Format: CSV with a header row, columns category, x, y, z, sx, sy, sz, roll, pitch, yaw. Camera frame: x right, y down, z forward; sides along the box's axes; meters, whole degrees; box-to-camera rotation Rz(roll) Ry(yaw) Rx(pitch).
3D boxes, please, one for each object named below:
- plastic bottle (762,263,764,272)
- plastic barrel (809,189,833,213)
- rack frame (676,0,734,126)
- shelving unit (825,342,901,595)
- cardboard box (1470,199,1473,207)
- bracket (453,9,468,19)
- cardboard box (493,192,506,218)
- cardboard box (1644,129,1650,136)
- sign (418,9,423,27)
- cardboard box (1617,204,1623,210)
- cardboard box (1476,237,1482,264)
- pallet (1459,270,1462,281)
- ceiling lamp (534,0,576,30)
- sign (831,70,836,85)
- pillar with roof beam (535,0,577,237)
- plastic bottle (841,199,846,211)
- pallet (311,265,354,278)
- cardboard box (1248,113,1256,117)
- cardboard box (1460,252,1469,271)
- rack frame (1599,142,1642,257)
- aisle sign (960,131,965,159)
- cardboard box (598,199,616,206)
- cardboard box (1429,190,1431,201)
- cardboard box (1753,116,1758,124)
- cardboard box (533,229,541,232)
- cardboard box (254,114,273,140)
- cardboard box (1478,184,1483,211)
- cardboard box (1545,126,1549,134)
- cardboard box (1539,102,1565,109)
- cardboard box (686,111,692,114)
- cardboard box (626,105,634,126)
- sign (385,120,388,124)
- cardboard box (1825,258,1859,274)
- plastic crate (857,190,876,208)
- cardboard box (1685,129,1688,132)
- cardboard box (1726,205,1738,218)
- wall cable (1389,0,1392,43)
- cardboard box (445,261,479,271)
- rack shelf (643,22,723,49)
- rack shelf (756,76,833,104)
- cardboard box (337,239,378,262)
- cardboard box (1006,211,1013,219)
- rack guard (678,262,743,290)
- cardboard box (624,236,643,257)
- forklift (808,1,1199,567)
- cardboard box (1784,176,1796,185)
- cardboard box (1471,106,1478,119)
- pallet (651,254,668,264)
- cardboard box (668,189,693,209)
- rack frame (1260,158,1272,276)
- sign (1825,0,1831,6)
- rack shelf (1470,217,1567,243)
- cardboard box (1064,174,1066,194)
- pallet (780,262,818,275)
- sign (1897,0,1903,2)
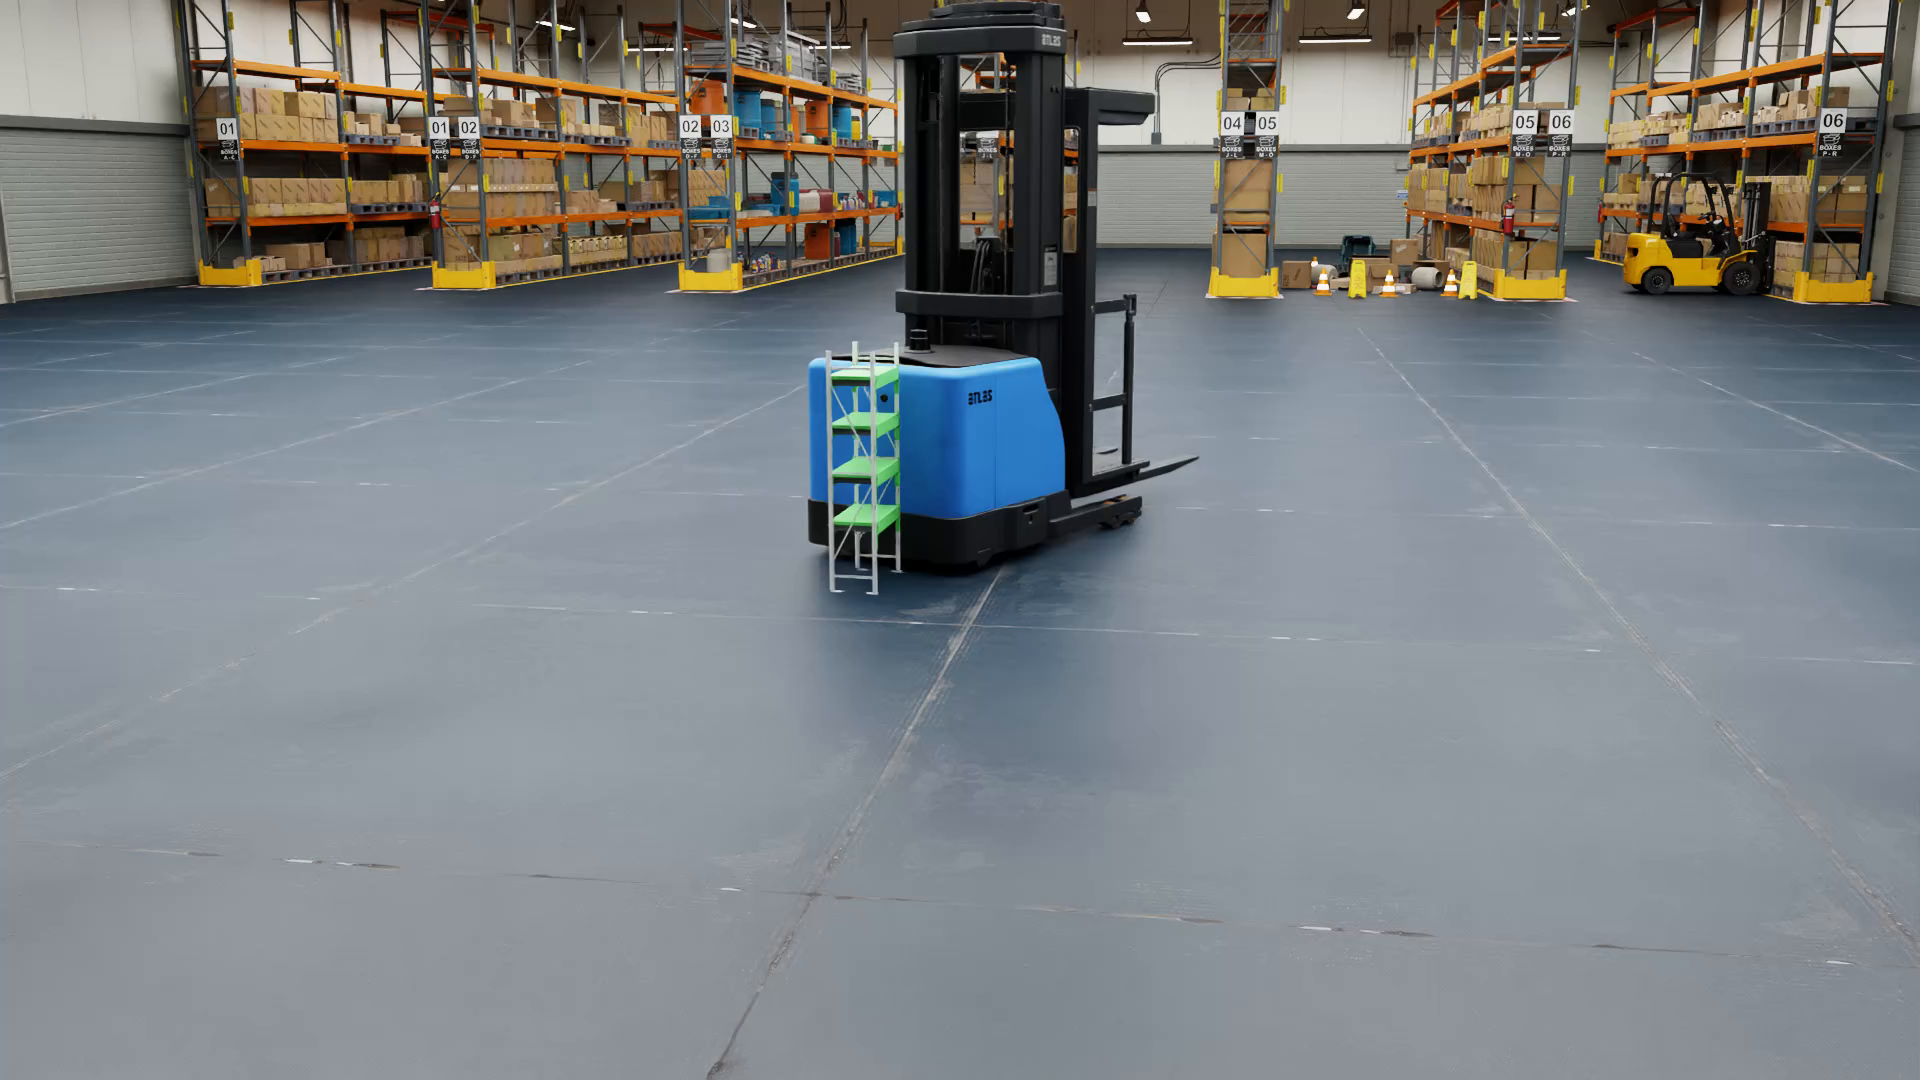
category,x,y,z,sx,sy,sz,roll,pitch,yaw
plastic bottle,-4.015,-5.523,33.600,0.097,0.201,0.097,0,12,0
plastic barrel,-3.226,-7.821,38.343,0.600,0.536,0.708,2,12,9
rack frame,-4.685,-9.129,30.492,1.000,3.000,0.127,2,12,9
shelving unit,-0.480,-0.372,8.371,0.258,1.200,0.503,2,12,11
cardboard box,10.423,-6.746,33.273,0.380,0.149,0.250,2,12,9
bracket,-13.088,-13.783,43.545,0.235,0.232,0.430,2,12,9
cardboard box,-9.418,-6.612,32.818,0.700,0.500,0.500,2,12,10
cardboard box,16.239,-9.548,38.920,0.380,0.149,0.250,2,12,9
sign,-10.112,-9.806,31.228,0.100,0.325,0.005,2,12,9
cardboard box,16.778,-8.381,41.857,0.380,0.149,0.250,2,12,10
cardboard box,10.188,-5.549,31.871,0.500,0.500,0.500,2,12,11
pallet,10.735,-5.346,33.799,1.003,0.211,1.213,2,12,9
ceiling lamp,-9.984,-14.536,41.729,0.800,3.185,2.000,2,12,9
sign,-2.910,-10.620,38.177,0.100,0.325,0.005,2,12,9
pillar with roof beam,-8.199,-13.231,49.527,9.100,9.000,0.548,2,12,9
plastic bottle,-2.855,-8.169,40.573,0.152,0.276,0.135,2,12,9
pallet,-13.927,-5.846,36.117,1.003,0.211,1.213,2,12,9
cardboard box,5.731,-8.159,31.528,0.500,0.250,0.500,2,12,8
cardboard box,10.802,-5.727,34.187,0.950,0.372,0.625,3,12,12
rack frame,17.367,-8.885,43.601,1.000,3.000,0.127,2,12,9
aisle sign,-0.097,-7.303,30.090,0.394,0.787,0.004,2,12,9
cardboard box,-8.447,-7.905,39.264,0.500,0.311,0.500,3,12,12
cardboard box,11.448,-8.192,39.553,0.500,0.250,0.500,2,12,10
cardboard box,15.153,-7.901,31.278,0.380,0.149,0.250,2,12,10
cardboard box,-12.176,-8.473,46.627,0.700,0.500,0.500,1,12,7
cardboard box,-14.058,-8.214,33.083,0.500,0.500,0.500,3,12,12
cardboard box,10.219,-6.554,31.839,0.500,0.500,0.500,2,12,8
cardboard box,10.373,-7.116,28.871,0.380,0.149,0.250,2,12,9
cardboard box,10.258,-7.515,28.828,0.380,0.149,0.250,2,12,8
cardboard box,-7.479,-11.061,43.968,0.700,0.500,0.500,2,12,9
cardboard box,-8.196,-10.223,40.081,0.500,0.500,0.500,2,12,9
sign,-13.791,-9.960,40.053,0.100,0.325,0.005,2,12,9
cardboard box,15.184,-4.751,28.762,0.500,0.250,0.500,2,12,10
plastic crate,-2.454,-8.932,43.526,0.402,0.464,0.583,2,12,9
cardboard box,16.013,-8.943,36.158,0.380,0.149,0.250,2,12,7
cardboard box,15.341,-6.427,32.552,0.500,0.250,0.500,2,12,10
wall cable,11.529,-16.153,48.847,2.355,3.000,0.029,2,12,9
cardboard box,-9.788,-5.340,32.680,0.500,0.250,0.500,2,12,9
rack shelf,-7.425,-13.477,44.489,1.077,0.370,4.000,2,12,9
rack shelf,-3.762,-9.830,36.405,1.077,0.370,4.000,2,12,9
cardboard box,-13.732,-6.606,37.914,0.700,0.500,0.500,2,12,8
cardboard box,0.815,-6.273,32.079,0.380,0.149,0.250,2,12,9
rack guard,-4.719,-4.991,31.467,1.175,0.500,0.348,2,12,9
cardboard box,-7.996,-7.101,40.213,0.500,0.500,0.500,2,12,11
forklift,0.434,-1.550,9.728,1.130,2.935,3.031,9,15,35
cardboard box,14.816,-6.362,29.411,0.380,0.149,0.250,2,12,10
cardboard box,10.715,-8.728,33.924,0.500,0.250,0.500,2,12,10
pallet,-8.006,-7.067,41.784,1.003,0.211,1.213,2,12,9
cardboard box,-7.385,-9.001,43.904,0.500,0.500,0.500,2,12,10
rack frame,5.710,-6.686,33.399,1.000,3.000,0.127,2,12,9
sign,14.373,-9.003,27.503,0.100,0.325,0.005,2,12,9
rack shelf,10.309,-5.779,30.897,1.077,0.370,4.000,2,12,9
cardboard box,2.465,-9.166,42.774,0.500,0.500,0.500,2,12,9
pallet,-3.802,-6.085,37.227,1.003,0.211,1.213,2,12,9
sign,15.454,-9.002,27.310,0.100,0.325,0.005,2,12,9
